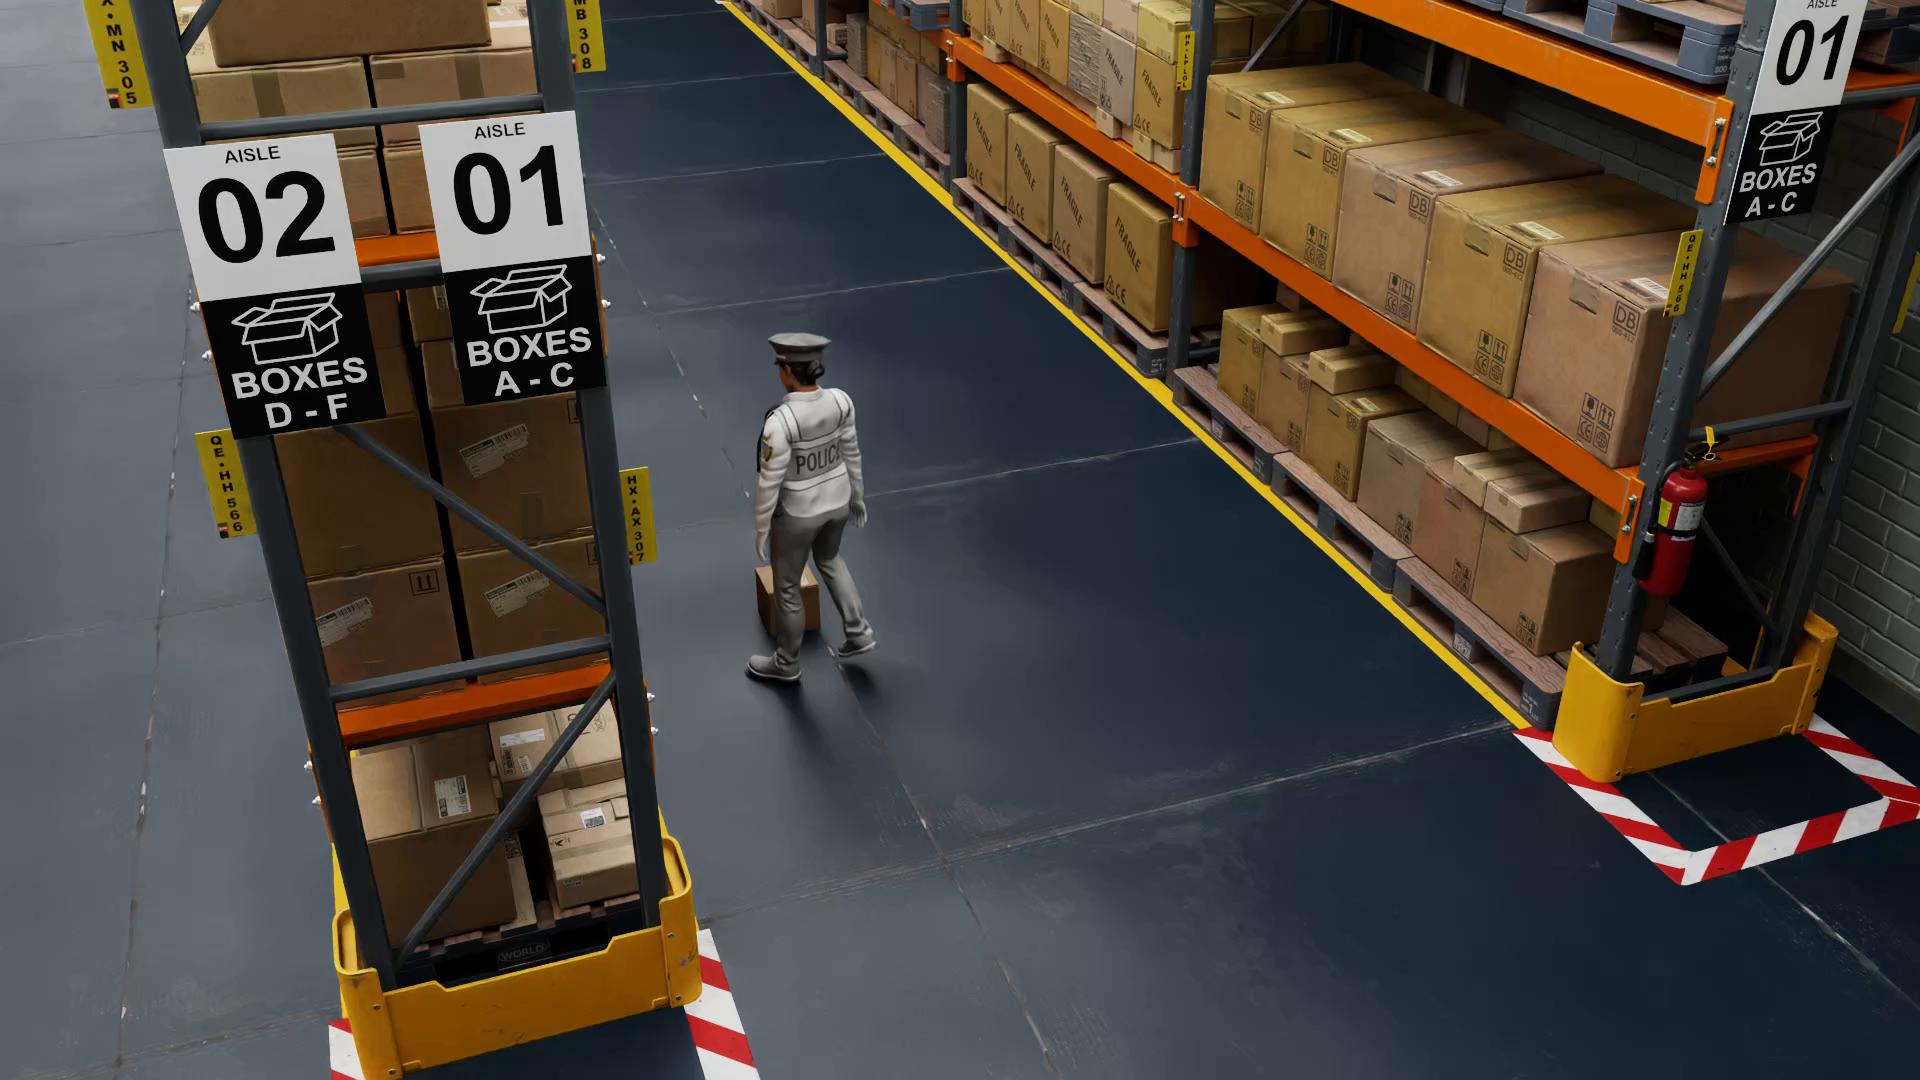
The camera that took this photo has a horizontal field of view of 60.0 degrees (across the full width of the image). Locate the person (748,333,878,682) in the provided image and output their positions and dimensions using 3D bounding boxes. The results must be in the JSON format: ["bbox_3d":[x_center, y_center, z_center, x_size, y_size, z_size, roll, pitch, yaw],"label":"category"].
[{"bbox_3d":[-0.669,-0.118,7.295,0.558,1.672,0.484,-24,37,-35],"label":"person"}]
